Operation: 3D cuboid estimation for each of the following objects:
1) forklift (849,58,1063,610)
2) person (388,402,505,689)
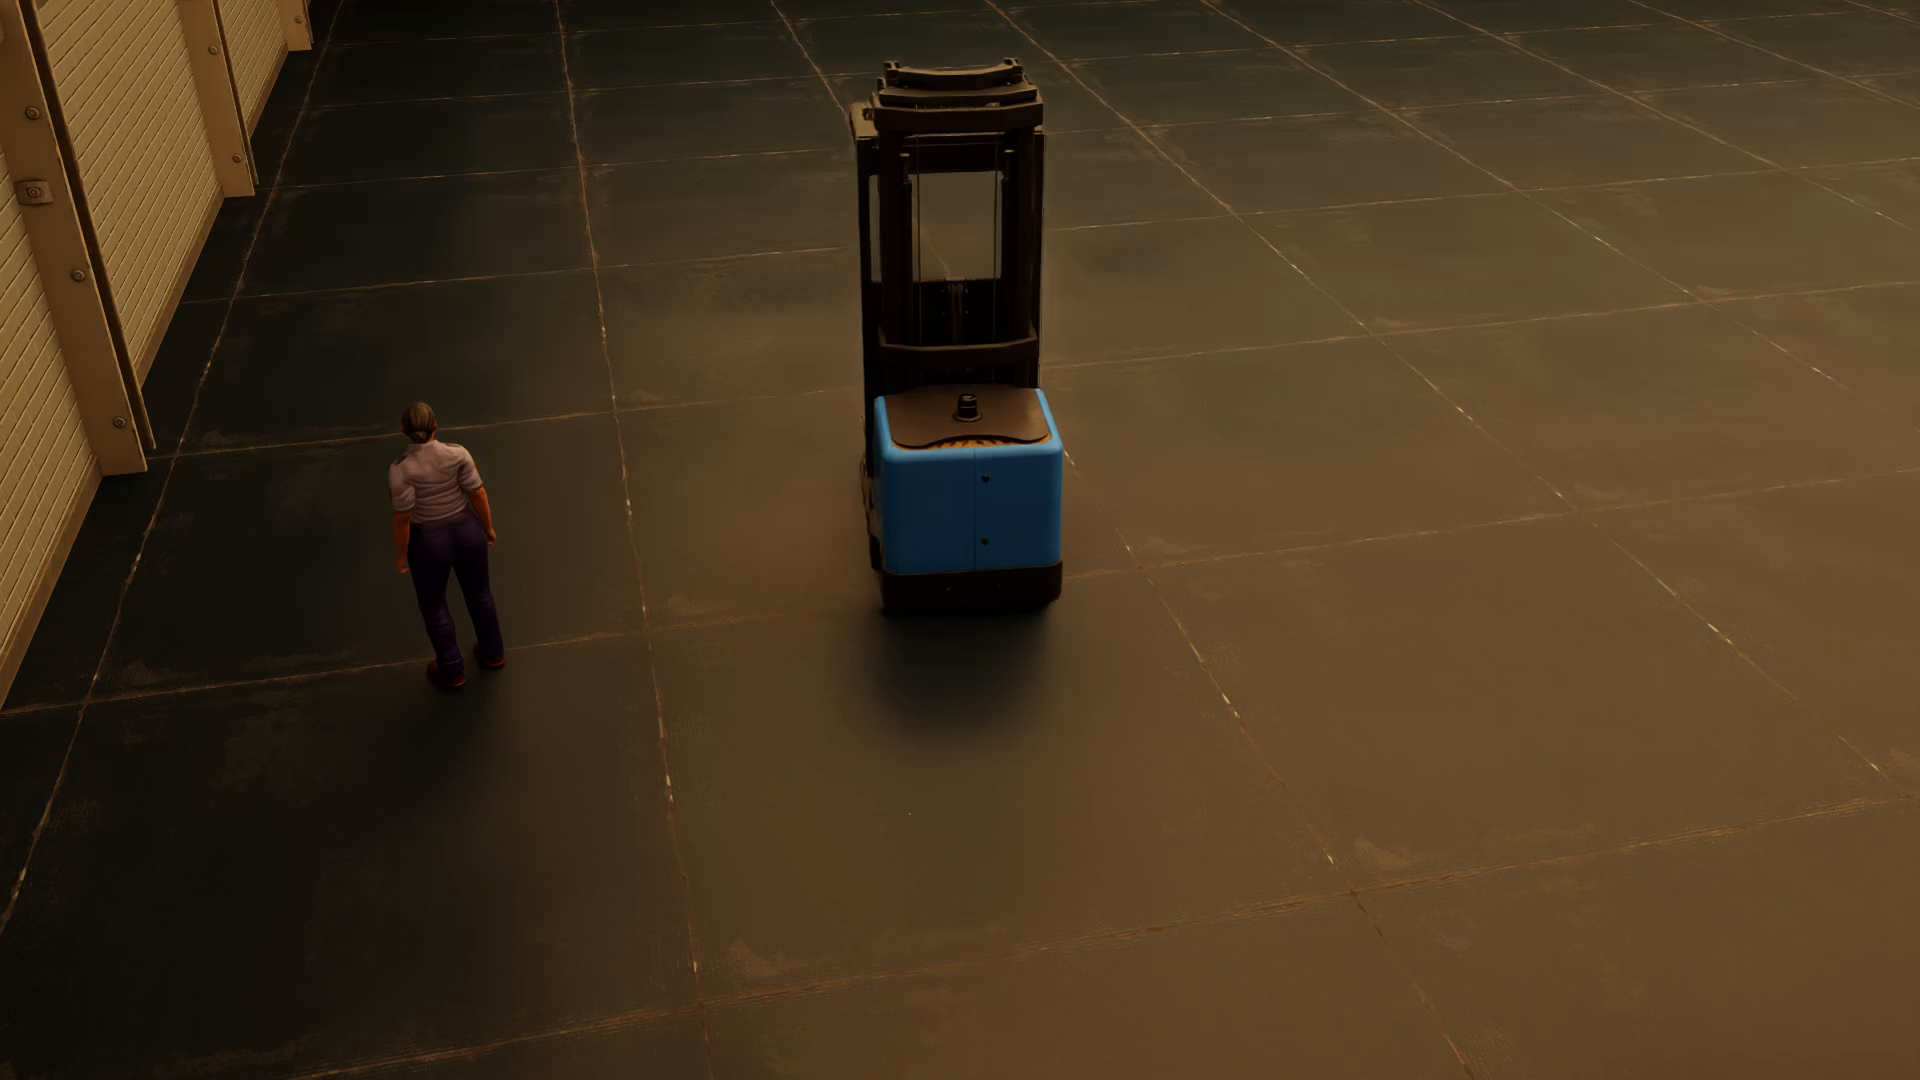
[{"bbox_3d":[-0.086,-1.576,10.296,1.130,2.935,3.031,-3,30,-6],"label":"forklift"},{"bbox_3d":[-2.748,0.008,8.845,0.549,1.651,0.379,-21,36,-32],"label":"person"}]
